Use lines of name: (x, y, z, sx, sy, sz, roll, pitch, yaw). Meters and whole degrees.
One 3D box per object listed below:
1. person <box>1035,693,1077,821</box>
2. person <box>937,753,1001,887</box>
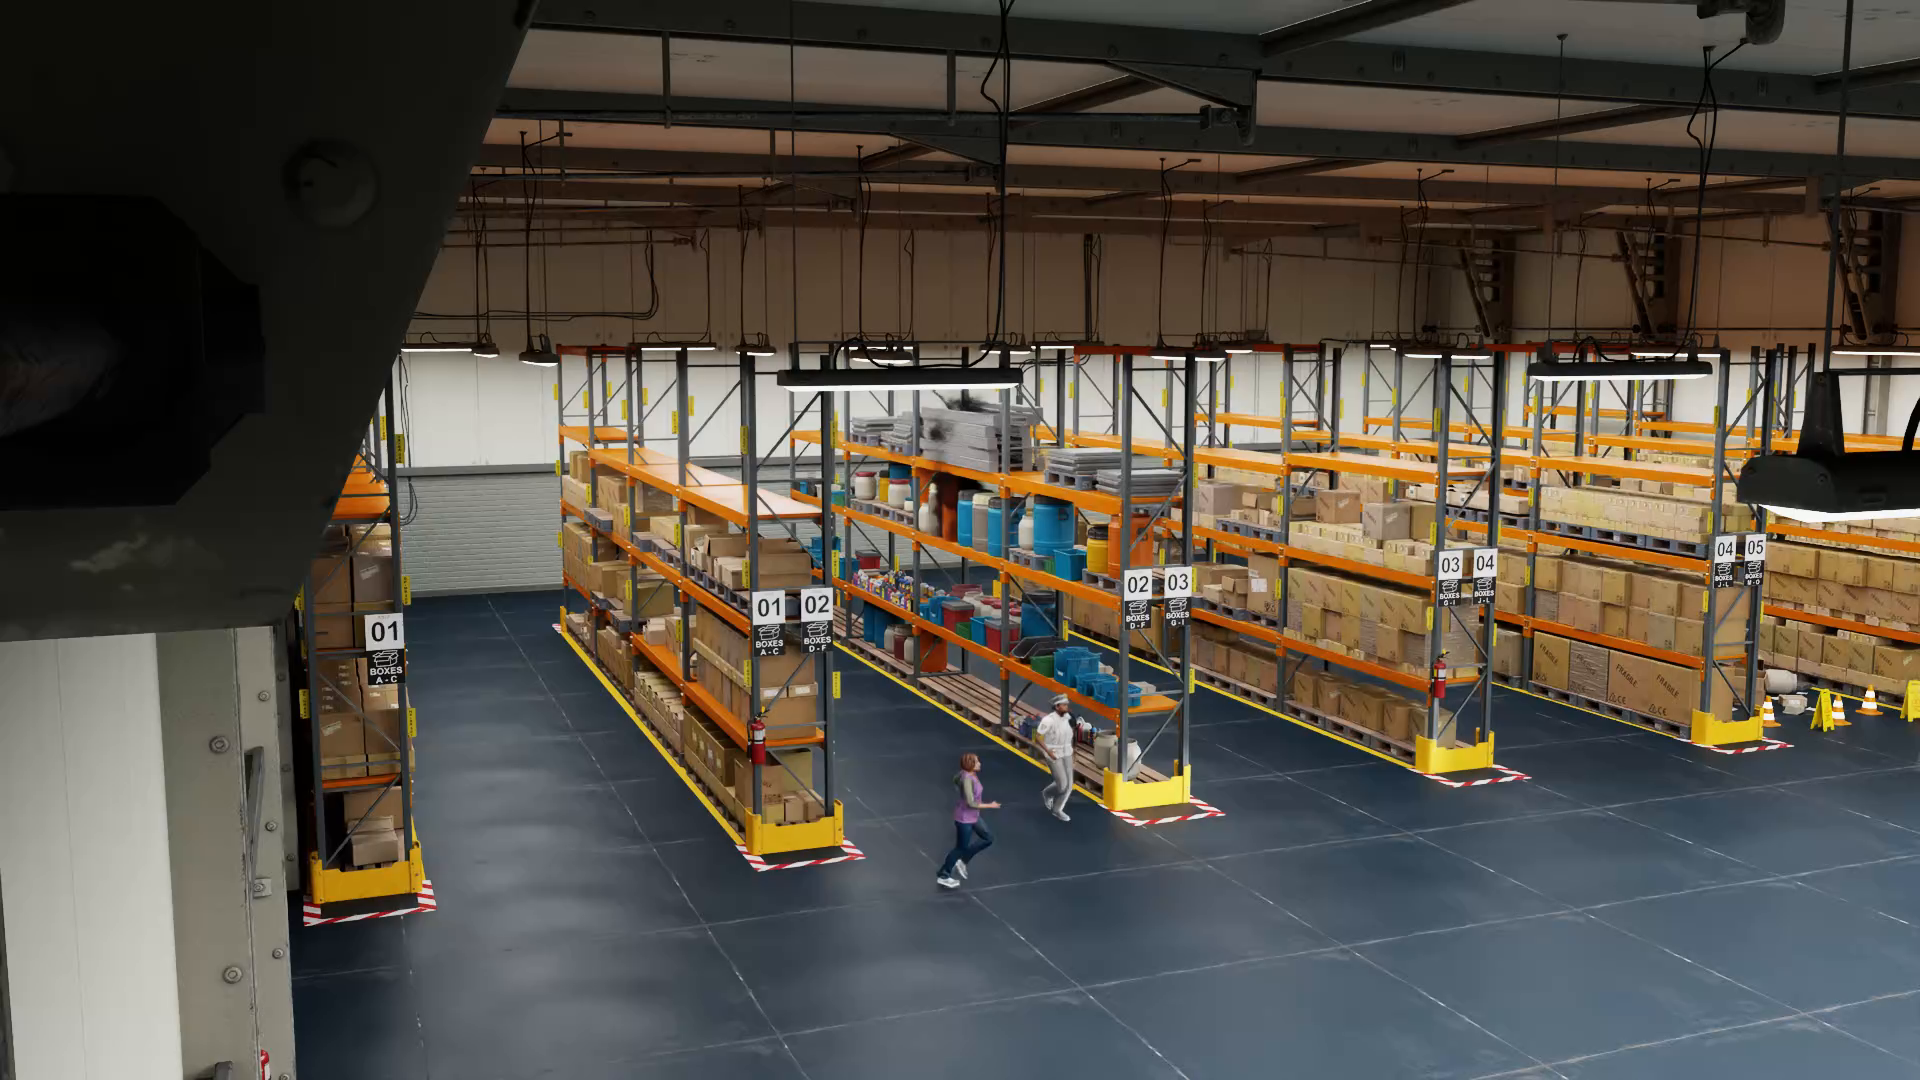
person: (1.293, 2.797, 21.512, 0.607, 1.666, 0.485, -5, 9, -34)
person: (0.110, 3.169, 18.881, 0.739, 1.536, 0.562, 1, 7, 10)
